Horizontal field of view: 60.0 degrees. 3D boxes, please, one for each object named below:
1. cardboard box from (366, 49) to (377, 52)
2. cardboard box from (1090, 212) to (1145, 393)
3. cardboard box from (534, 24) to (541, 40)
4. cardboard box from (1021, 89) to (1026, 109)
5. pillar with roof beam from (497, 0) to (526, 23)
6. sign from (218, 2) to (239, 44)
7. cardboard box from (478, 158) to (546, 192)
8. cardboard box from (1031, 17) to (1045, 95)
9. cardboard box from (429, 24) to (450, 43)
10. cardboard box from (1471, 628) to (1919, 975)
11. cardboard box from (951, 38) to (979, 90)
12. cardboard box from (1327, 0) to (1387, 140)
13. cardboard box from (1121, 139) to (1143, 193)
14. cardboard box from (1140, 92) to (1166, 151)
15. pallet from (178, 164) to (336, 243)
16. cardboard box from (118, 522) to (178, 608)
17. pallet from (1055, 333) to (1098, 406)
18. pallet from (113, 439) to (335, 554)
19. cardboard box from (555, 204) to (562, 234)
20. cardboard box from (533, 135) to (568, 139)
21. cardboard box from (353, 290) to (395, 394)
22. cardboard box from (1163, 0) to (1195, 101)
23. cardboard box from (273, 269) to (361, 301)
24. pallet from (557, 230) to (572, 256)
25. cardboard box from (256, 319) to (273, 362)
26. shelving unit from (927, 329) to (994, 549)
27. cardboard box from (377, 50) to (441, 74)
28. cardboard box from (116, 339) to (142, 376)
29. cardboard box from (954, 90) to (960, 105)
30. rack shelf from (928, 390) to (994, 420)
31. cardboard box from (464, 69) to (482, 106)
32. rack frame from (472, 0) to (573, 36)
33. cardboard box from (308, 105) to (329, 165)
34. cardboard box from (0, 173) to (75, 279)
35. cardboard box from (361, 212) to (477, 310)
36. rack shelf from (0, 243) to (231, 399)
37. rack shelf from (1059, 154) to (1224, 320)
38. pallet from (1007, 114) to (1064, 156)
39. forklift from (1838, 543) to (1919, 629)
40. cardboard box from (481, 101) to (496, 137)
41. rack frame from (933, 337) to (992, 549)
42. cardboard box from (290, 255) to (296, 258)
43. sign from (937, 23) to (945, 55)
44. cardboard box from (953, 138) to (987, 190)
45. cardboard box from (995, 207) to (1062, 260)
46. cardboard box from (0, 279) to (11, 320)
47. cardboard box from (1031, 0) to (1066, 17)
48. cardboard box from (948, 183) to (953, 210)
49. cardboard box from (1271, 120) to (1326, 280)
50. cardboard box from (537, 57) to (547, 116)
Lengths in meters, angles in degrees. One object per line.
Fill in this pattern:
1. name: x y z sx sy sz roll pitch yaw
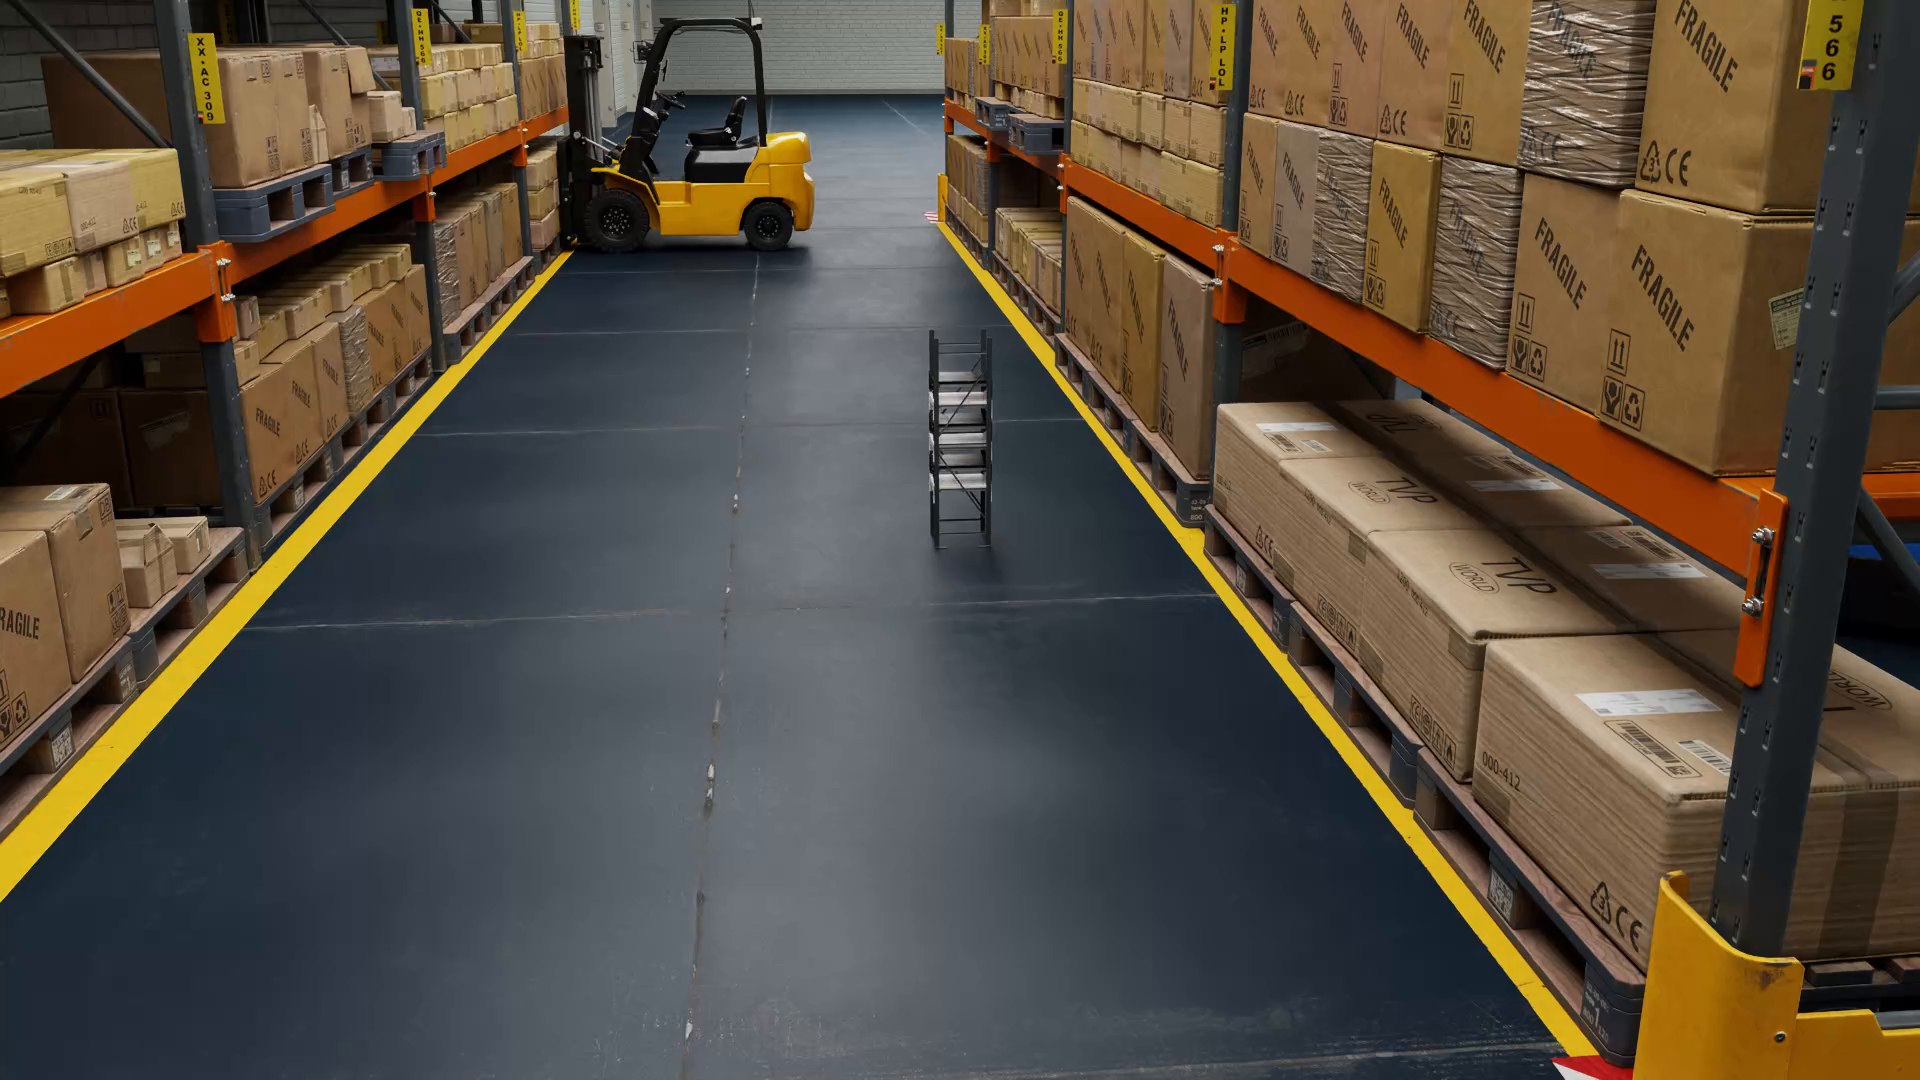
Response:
1. cardboard box: -4.156 -3.237 11.230 0.380 0.149 0.250 -2 18 -6
2. cardboard box: 1.241 -1.351 9.319 0.875 0.875 0.875 -2 17 -5
3. cardboard box: -4.187 -4.810 15.743 0.380 0.149 0.250 -2 17 -5
4. cardboard box: 0.658 -3.269 12.300 0.380 0.149 0.250 -2 18 -7
5. pillar with roof beam: -1.759 -9.415 22.144 9.100 9.000 0.400 -2 18 -6
6. sign: -4.324 -3.019 9.851 0.100 0.325 0.005 -2 18 -6
7. cardboard box: -3.923 -3.195 14.567 0.500 0.250 0.500 -2 18 -6
8. cardboard box: 0.776 -3.309 11.346 0.500 0.500 0.500 -2 18 -7
9. cardboard box: -4.519 -4.261 13.995 0.380 0.149 0.250 -2 18 -6
10. cardboard box: 1.822 0.573 3.920 0.875 0.438 0.875 -2 18 -8
11. cardboard box: 0.169 -4.908 17.139 0.500 0.500 0.500 -1 17 -4
12. cardboard box: 1.472 -1.519 5.171 0.500 0.500 0.500 -1 17 -5
13. cardboard box: 1.138 -1.958 8.656 0.500 0.250 0.500 -2 18 -6
14. cardboard box: 1.171 -2.041 8.085 0.500 0.250 0.500 -1 17 -4
15. pallet: -3.334 -1.442 7.084 1.003 0.211 1.213 -2 18 -6
16. cardboard box: -2.974 0.075 5.794 0.396 0.266 0.258 -1 17 -4
17. pallet: 1.170 -1.071 10.236 1.003 0.211 1.213 -2 18 -6
18. pallet: -3.482 -0.203 7.472 1.003 0.211 1.213 -2 18 -6
19. cardboard box: -4.042 -3.022 15.685 0.500 0.250 0.500 -1 17 -5
20. cardboard box: -4.240 -4.106 17.467 0.500 0.250 0.500 -1 17 -4
21. cardboard box: -3.417 -1.067 9.041 0.500 0.500 0.500 -1 17 -3
22. cardboard box: 1.220 -2.251 7.503 0.500 0.500 0.500 -1 17 -5
23. cardboard box: -3.419 -1.348 8.851 0.380 0.149 0.250 -2 18 -6
24. pallet: -4.355 -2.948 16.215 1.003 0.211 1.213 -2 18 -6
25. cardboard box: -3.276 -0.881 7.365 0.380 0.149 0.250 -3 18 -9
26. shelving unit: 0.001 -0.427 7.035 0.258 0.900 0.210 -2 18 -6
27. cardboard box: -3.593 -3.101 10.796 0.380 0.149 0.250 -1 17 -4
28. cardboard box: -3.717 -0.789 7.071 0.380 0.149 0.250 -2 18 -6
29. cardboard box: 0.135 -4.561 17.118 0.380 0.149 0.250 -2 17 -5
30. rack shelf: 0.001 -0.567 6.991 0.258 0.077 0.200 -2 18 -6
31. cardboard box: -3.740 -3.248 11.931 0.500 0.250 0.500 -2 17 -5
32. rack frame: -4.598 -4.868 17.674 1.000 3.000 0.127 -2 18 -6
33. cardboard box: -3.122 -1.855 7.600 0.396 0.266 0.258 -1 17 -3
34. cardboard box: -2.960 -0.921 4.856 0.500 0.250 0.500 -2 18 -6
35. cardboard box: -3.899 -1.932 11.588 0.875 0.625 0.625 -1 17 -4
36. rack shelf: -3.154 -0.353 4.496 1.077 0.370 4.000 -2 18 -6
37. rack shelf: 1.370 -1.700 8.784 1.077 0.370 4.000 -2 18 -6
38. pallet: 0.985 -2.756 11.269 1.213 0.211 1.003 -2 18 -6
39. forklift: 4.068 -1.421 6.809 1.130 2.935 3.031 7 19 22
40. cardboard box: -3.795 -3.164 12.498 0.500 0.250 0.500 -2 18 -5
41. rack frame: 0.011 -0.397 6.938 0.240 0.900 0.006 -2 18 -6
42. cardboard box: -4.028 -1.557 9.516 0.380 0.149 0.250 -1 17 -4
43. sign: -0.201 -5.418 17.983 0.100 0.325 0.005 -2 18 -6
44. cardboard box: 0.208 -3.857 17.092 0.500 0.500 0.500 -2 18 -8
45. cardboard box: 0.808 -2.621 14.204 0.950 0.372 0.625 -2 17 -5
46. cardboard box: -3.007 -0.697 4.810 0.380 0.149 0.250 -2 17 -5
47. cardboard box: 0.715 -3.817 11.880 0.380 0.149 0.250 -3 18 -8
48. cardboard box: 0.147 -3.662 17.723 0.500 0.250 0.500 -2 18 -6
49. cardboard box: 1.412 -1.197 5.814 0.500 0.500 0.500 -2 18 -5
50. cardboard box: -4.095 -4.170 15.283 0.500 0.500 0.500 -2 18 -6
